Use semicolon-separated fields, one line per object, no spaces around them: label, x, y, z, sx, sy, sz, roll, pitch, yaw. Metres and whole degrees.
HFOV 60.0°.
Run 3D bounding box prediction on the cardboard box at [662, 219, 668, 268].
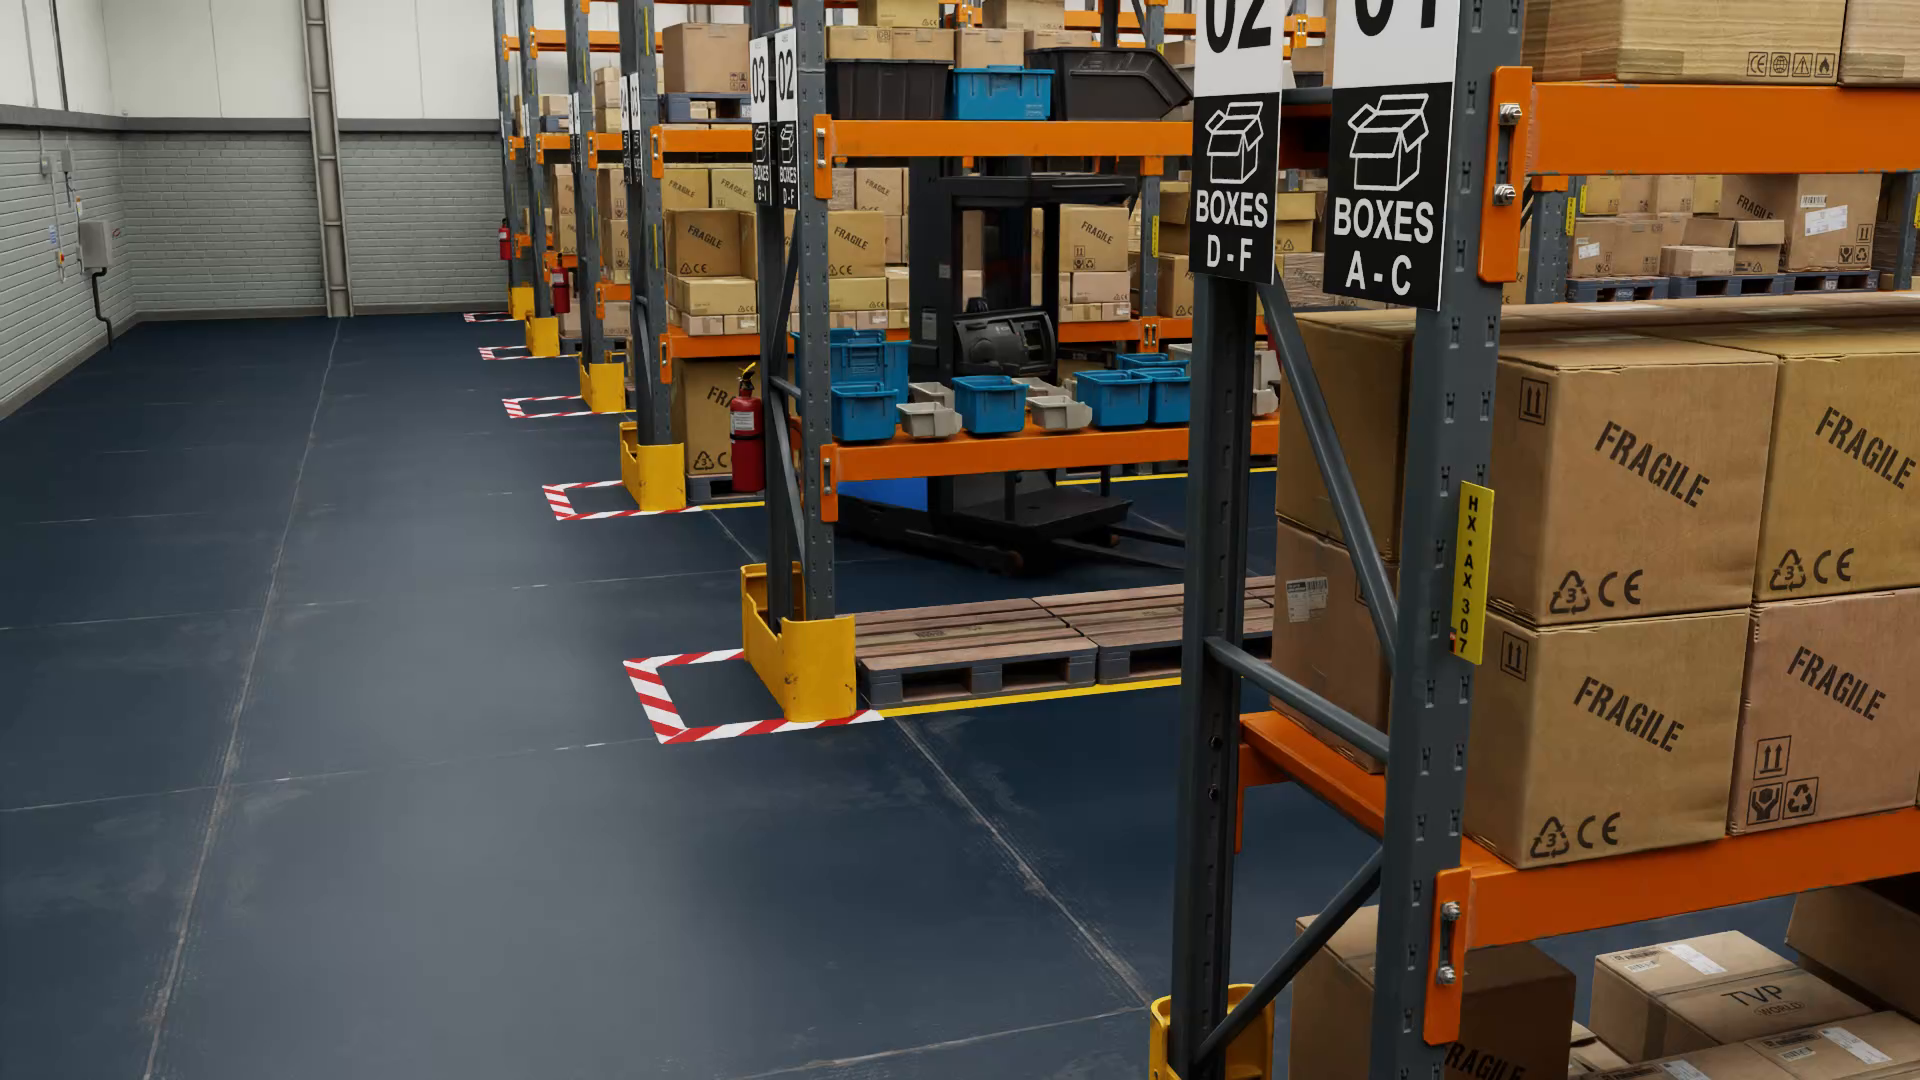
cardboard box;-2.871;-3.117;17.407;0.500;0.500;0.500;-4;14;-18

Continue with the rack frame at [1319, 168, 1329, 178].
rack frame;5.815;-4.870;25.635;0.127;3.000;1.000;-4;14;-18

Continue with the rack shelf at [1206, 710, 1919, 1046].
rack shelf;2.654;0.564;4.343;4.000;0.370;1.077;-4;14;-18

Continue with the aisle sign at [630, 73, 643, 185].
aisle sign;-2.370;-3.005;12.174;0.004;0.787;0.394;-4;14;-18

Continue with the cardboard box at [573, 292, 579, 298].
cardboard box;-6.119;-3.937;26.967;0.250;0.149;0.380;-5;14;-20

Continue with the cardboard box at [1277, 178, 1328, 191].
cardboard box;4.128;-4.063;19.864;0.500;0.500;0.700;-5;14;-18

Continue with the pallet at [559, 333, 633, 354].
pallet;-4.825;-2.704;22.554;1.213;0.211;1.003;-4;14;-18

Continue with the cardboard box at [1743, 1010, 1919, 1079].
cardboard box;2.312;1.434;4.123;0.500;0.250;0.500;-4;14;-18

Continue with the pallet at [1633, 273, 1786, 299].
pallet;7.048;-2.463;15.930;1.213;0.211;1.003;-4;14;-18

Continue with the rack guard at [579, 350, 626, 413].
rack guard;-3.811;-1.696;17.692;0.348;0.500;1.175;-4;14;-18

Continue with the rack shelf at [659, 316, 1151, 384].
rack shelf;-0.502;-1.609;13.478;4.000;0.370;1.077;-4;14;-18

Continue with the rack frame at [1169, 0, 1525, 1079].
rack frame;0.759;0.362;3.639;0.127;3.000;1.000;-4;14;-18

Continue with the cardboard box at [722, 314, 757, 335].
cardboard box;-1.713;-1.662;12.690;0.250;0.149;0.380;-5;14;-19

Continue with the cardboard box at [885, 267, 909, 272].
cardboard box;-0.567;-2.091;13.632;0.500;0.250;0.500;-4;14;-18

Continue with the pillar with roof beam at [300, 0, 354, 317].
pillar with roof beam;-8.614;-7.046;21.818;0.400;9.000;9.100;-4;14;-18

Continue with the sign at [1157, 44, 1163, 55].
sign;1.572;-3.734;13.088;0.005;0.325;0.100;-4;14;-18

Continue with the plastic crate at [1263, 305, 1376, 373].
plastic crate;2.047;-1.069;9.388;0.583;0.464;0.402;-4;14;-18

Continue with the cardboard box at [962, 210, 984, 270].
cardboard box;-0.102;-2.489;13.687;0.500;0.500;0.500;-5;14;-20

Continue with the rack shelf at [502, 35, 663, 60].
rack shelf;-5.249;-7.787;26.497;4.000;0.370;1.077;-4;14;-18

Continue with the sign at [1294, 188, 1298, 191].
sign;3.881;-3.903;19.239;0.005;0.325;0.100;-4;14;-18

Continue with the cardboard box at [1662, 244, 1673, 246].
cardboard box;6.679;-2.723;15.990;0.258;0.266;0.396;-5;14;-20

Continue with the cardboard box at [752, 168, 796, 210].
cardboard box;-1.915;-3.671;17.576;0.500;0.500;0.500;-5;14;-20

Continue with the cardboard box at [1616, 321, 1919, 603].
cardboard box;1.756;-0.188;3.575;0.500;0.500;0.500;-4;14;-17

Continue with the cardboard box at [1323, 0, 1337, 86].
cardboard box;1.162;-1.120;3.711;0.500;0.250;0.500;-4;14;-18

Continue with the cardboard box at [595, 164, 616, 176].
cardboard box;-4.624;-4.830;21.686;0.250;0.149;0.380;-4;14;-16

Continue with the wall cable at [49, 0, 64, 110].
wall cable;-11.096;-6.587;19.887;0.029;3.000;2.355;-4;14;-18

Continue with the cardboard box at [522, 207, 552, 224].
cardboard box;-6.793;-5.237;26.858;0.500;0.250;0.500;-4;14;-16

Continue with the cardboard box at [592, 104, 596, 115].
cardboard box;-4.788;-5.676;21.960;0.250;0.149;0.380;-6;14;-22

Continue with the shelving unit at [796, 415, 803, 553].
shelving unit;-0.988;-0.523;11.231;0.189;1.200;0.258;1;13;-9

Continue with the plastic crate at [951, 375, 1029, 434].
plastic crate;0.145;-0.667;8.197;0.300;0.233;0.416;-4;14;-18

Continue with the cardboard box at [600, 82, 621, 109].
cardboard box;-3.375;-4.512;16.891;0.500;0.250;0.500;-4;14;-17

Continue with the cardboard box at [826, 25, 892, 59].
cardboard box;-0.875;-3.686;12.834;0.500;0.500;0.700;-5;14;-22

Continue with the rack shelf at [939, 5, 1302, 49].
rack shelf;1.803;-5.723;18.676;4.000;0.370;1.077;-4;14;-18

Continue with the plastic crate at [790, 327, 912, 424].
plastic crate;-0.560;-0.837;8.472;0.499;0.435;0.616;-4;14;-18

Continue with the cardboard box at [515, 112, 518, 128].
cardboard box;-6.810;-6.696;26.512;0.500;0.250;0.500;-5;14;-19

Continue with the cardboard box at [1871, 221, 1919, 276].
cardboard box;9.422;-2.910;16.534;0.500;0.500;0.875;-4;14;-18

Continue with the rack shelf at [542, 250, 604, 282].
rack shelf;-3.662;-3.782;22.615;4.000;0.370;1.077;-4;14;-18

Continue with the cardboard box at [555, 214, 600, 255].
cardboard box;-5.011;-4.006;21.784;0.500;0.500;0.500;-5;14;-19

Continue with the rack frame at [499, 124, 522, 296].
rack frame;-7.144;-5.073;26.487;0.127;3.000;1.000;-4;14;-18

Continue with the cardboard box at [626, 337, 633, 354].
cardboard box;-3.462;-2.108;17.989;0.250;0.149;0.380;-4;14;-17

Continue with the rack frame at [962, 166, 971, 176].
rack frame;-0.092;-3.201;18.620;0.127;3.000;1.000;-4;14;-18

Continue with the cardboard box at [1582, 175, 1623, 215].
cardboard box;7.851;-4.410;21.043;0.550;0.550;0.875;-4;14;-18

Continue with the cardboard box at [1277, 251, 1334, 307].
cardboard box;2.860;-2.208;14.227;0.500;0.500;0.500;-5;14;-19

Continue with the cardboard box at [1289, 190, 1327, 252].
cardboard box;3.235;-2.789;14.503;0.637;0.503;0.797;-4;14;-16

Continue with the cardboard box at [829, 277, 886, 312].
cardboard box;-0.888;-1.935;12.977;0.500;0.250;0.500;-5;14;-20

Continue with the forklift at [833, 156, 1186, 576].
forklift;0.458;-1.328;10.892;3.031;2.935;1.130;12;18;41
